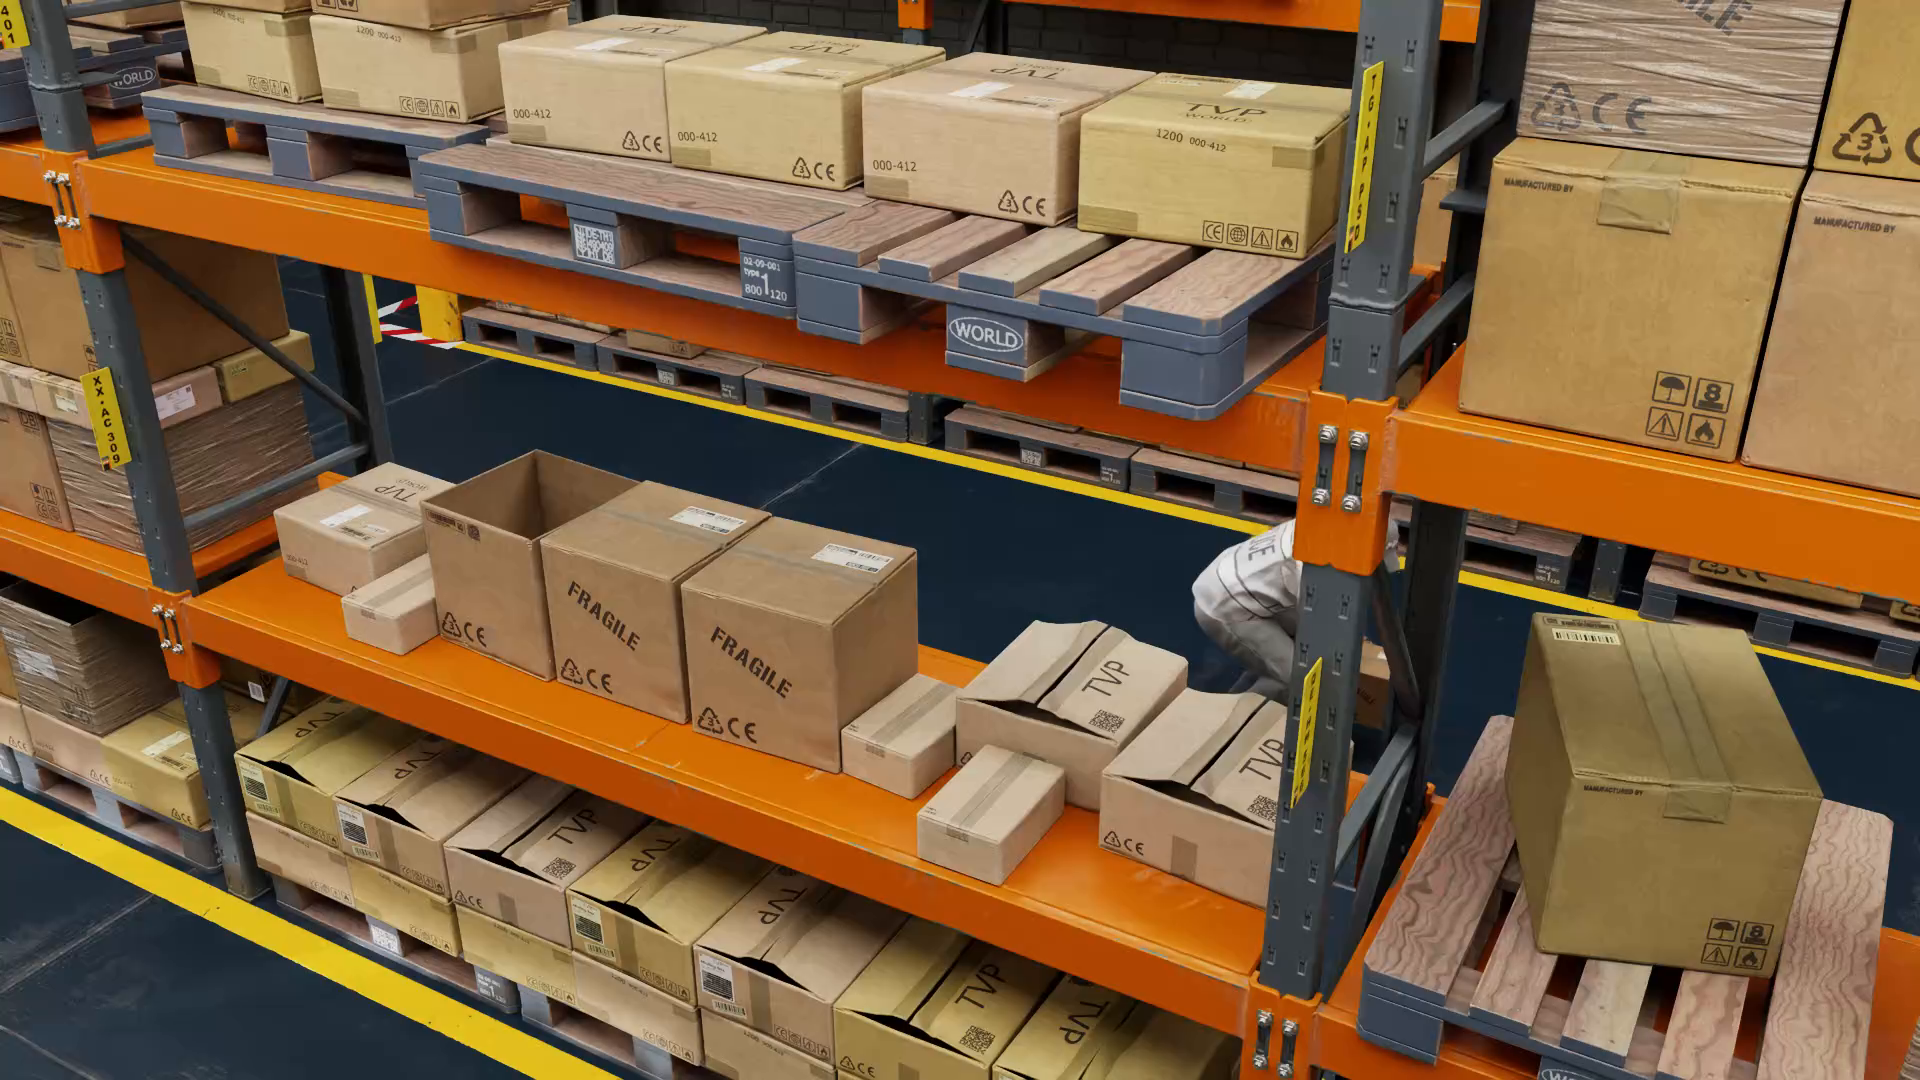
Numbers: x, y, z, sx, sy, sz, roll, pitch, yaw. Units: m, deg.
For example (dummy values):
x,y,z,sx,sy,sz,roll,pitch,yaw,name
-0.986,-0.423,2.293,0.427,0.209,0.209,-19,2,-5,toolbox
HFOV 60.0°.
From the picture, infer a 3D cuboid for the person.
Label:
x,y,z,sx,sy,sz,roll,pitch,yaw,name
1.417,0.324,7.096,0.826,1.108,0.537,14,30,26,person
